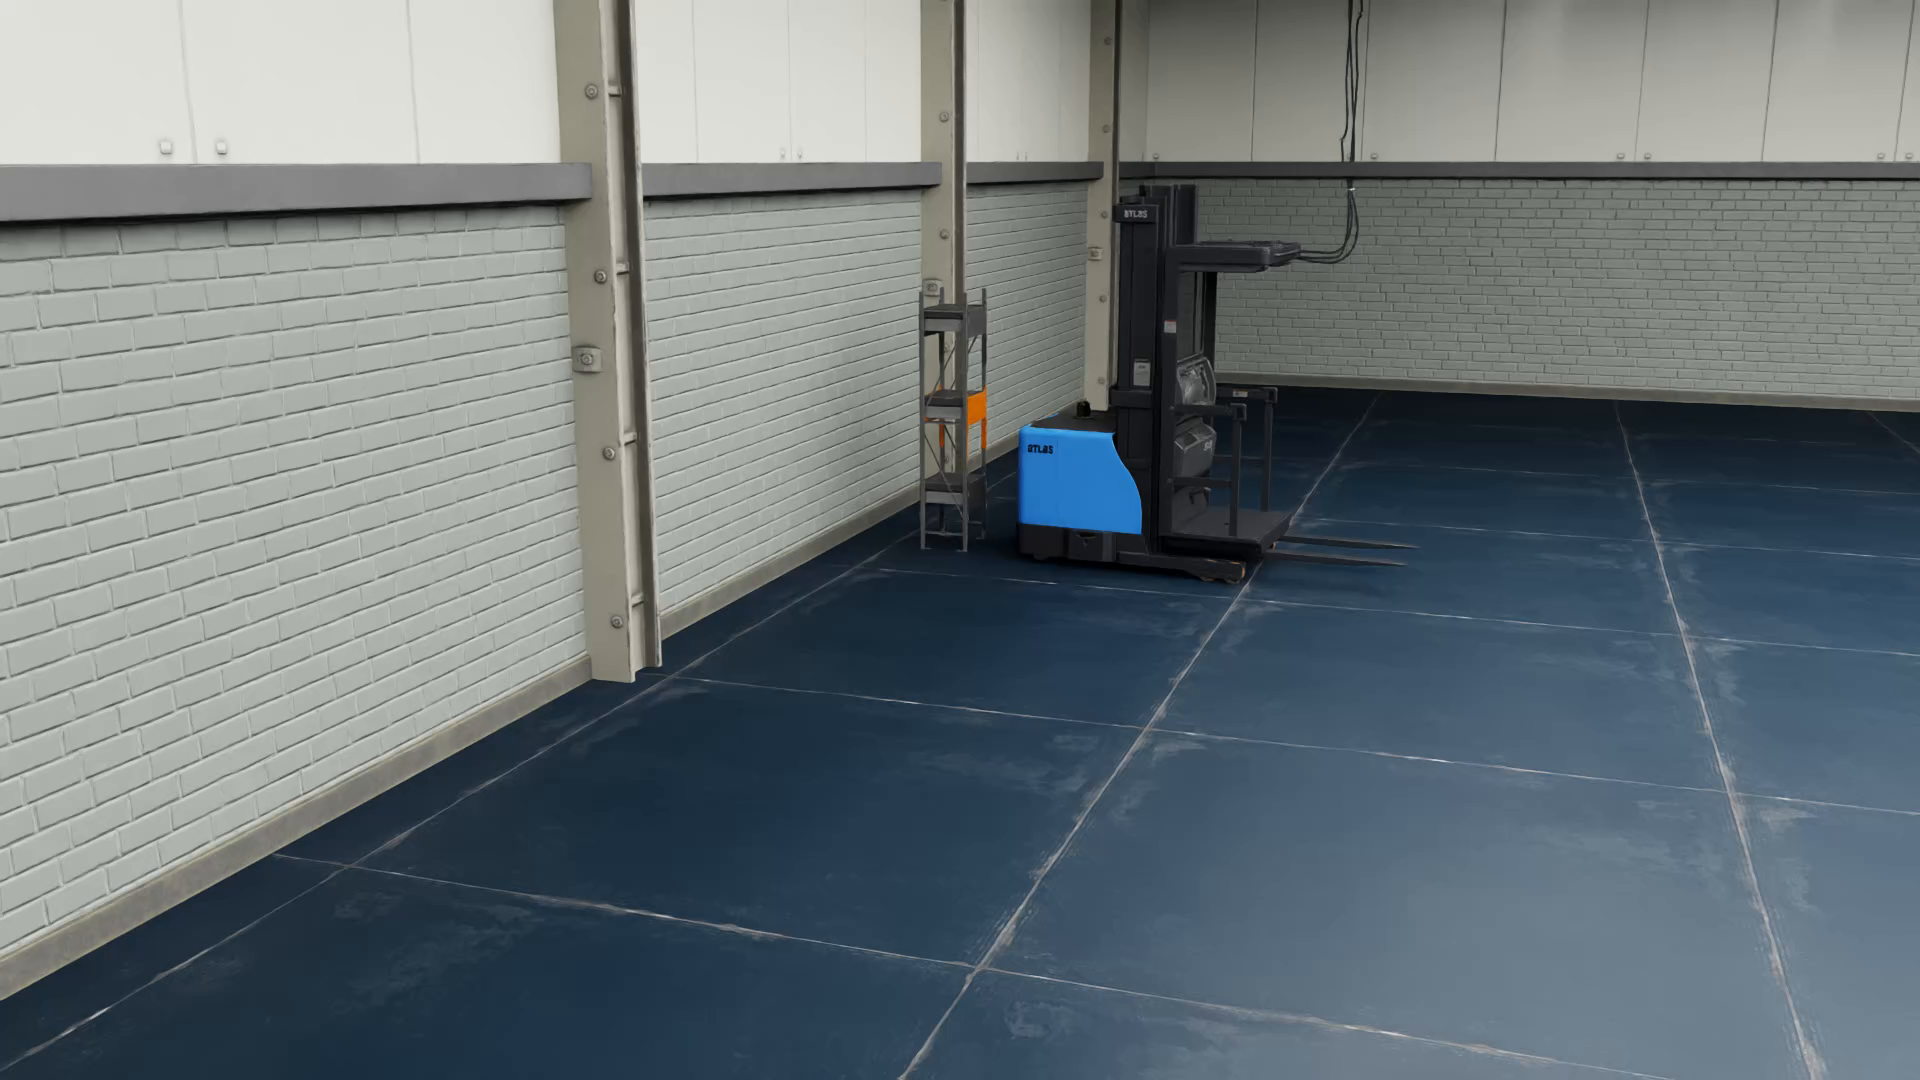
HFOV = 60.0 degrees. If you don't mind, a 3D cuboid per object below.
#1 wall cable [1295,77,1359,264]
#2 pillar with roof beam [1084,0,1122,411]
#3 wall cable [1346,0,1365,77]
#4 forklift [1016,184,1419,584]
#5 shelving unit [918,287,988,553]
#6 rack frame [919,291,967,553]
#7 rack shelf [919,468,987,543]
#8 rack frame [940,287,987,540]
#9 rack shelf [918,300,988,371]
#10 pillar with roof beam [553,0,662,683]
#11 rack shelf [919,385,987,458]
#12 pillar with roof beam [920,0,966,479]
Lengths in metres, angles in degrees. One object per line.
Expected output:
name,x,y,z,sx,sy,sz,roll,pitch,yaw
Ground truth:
wall cable,3.996,-5.104,23.105,3.097,2.526,0.112,4,14,18
pillar with roof beam,5.865,-5.783,19.101,9.100,9.000,0.400,4,14,18
wall cable,6.556,-7.371,21.689,3.097,2.526,0.112,4,14,18
forklift,2.010,-1.232,12.801,3.031,2.935,1.130,6,14,23
shelving unit,-0.054,-0.989,13.602,0.431,2.100,0.503,4,14,18
rack frame,-0.133,-0.937,13.376,0.400,2.100,0.015,4,14,18
rack shelf,-0.054,-0.293,13.760,0.431,0.518,0.480,4,14,18
rack frame,0.025,-1.040,13.827,0.400,2.100,0.015,4,14,18
rack shelf,-0.054,-1.658,13.449,0.431,0.518,0.480,4,14,18
pillar with roof beam,1.982,-3.256,8.031,9.100,9.000,0.400,4,14,18
rack shelf,-0.054,-0.976,13.605,0.431,0.518,0.480,4,14,18
pillar with roof beam,3.924,-4.519,13.566,9.100,9.000,0.400,4,14,18
